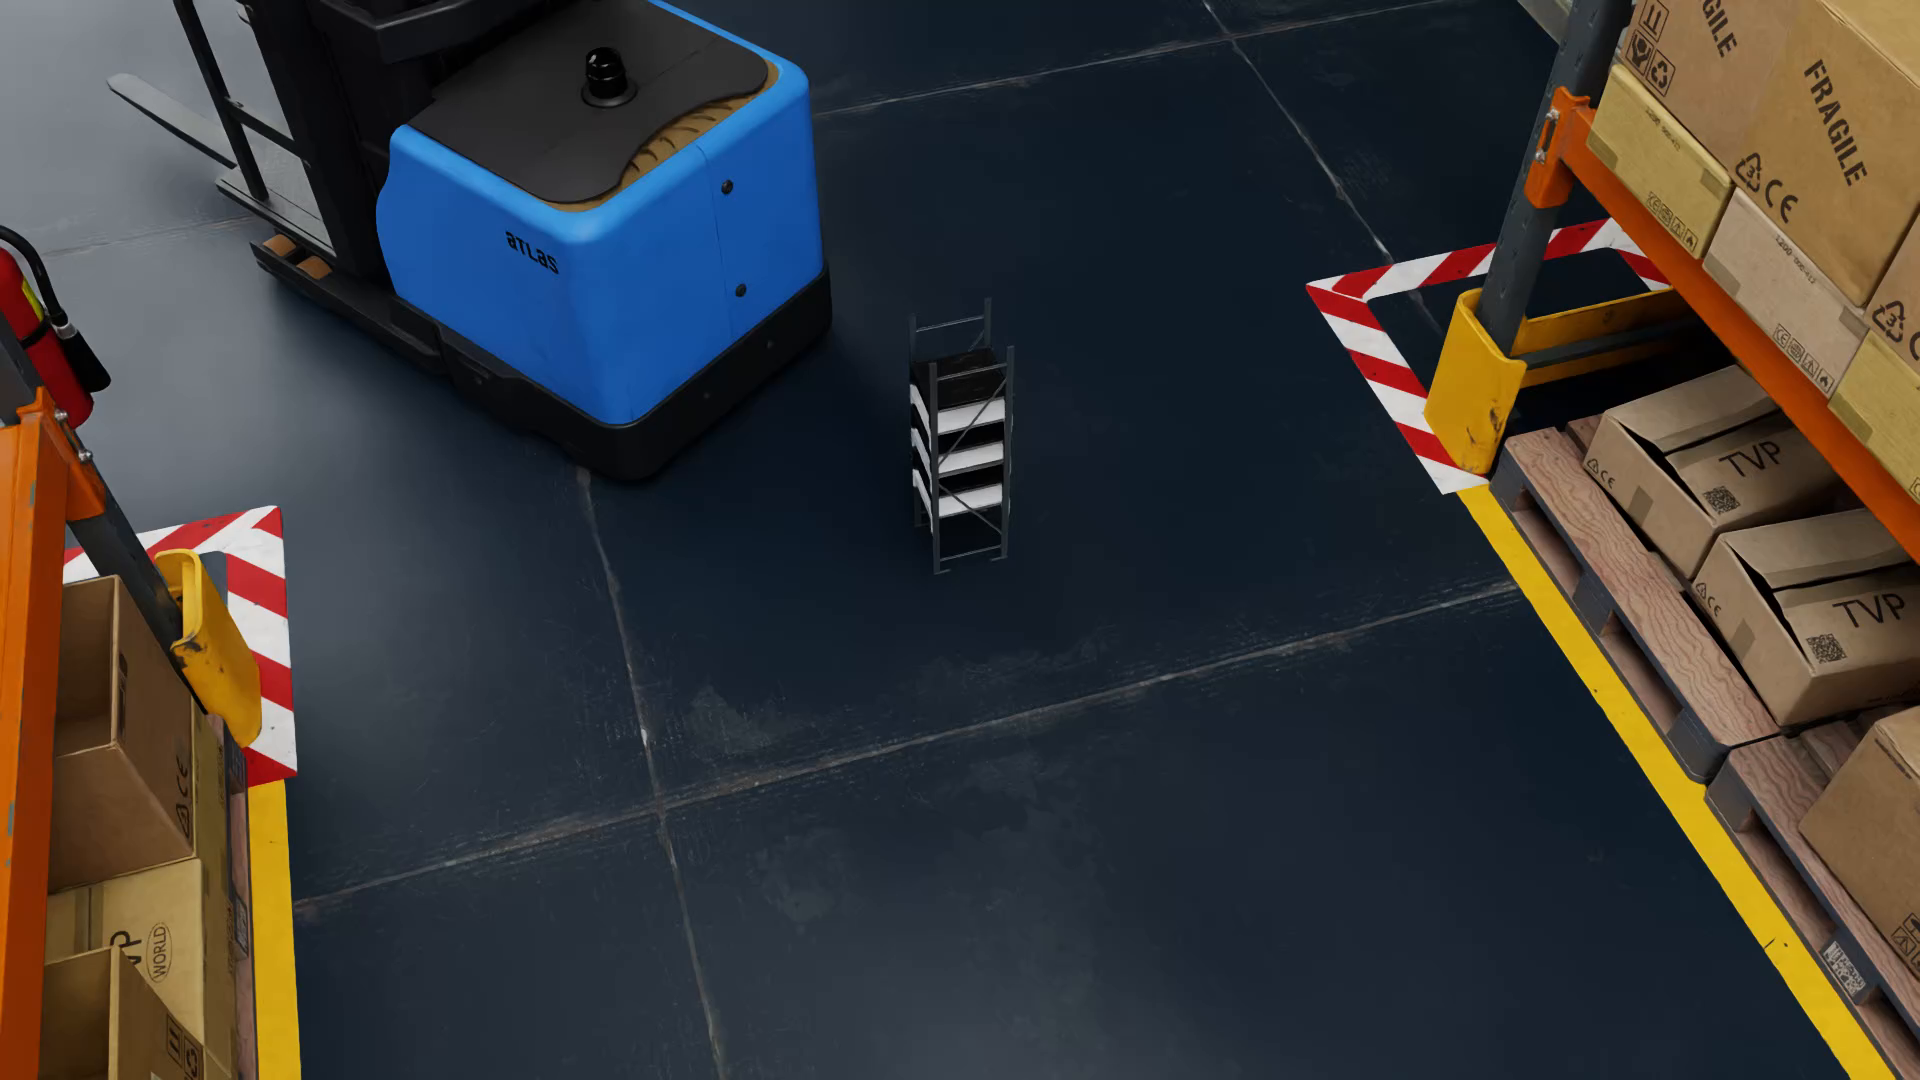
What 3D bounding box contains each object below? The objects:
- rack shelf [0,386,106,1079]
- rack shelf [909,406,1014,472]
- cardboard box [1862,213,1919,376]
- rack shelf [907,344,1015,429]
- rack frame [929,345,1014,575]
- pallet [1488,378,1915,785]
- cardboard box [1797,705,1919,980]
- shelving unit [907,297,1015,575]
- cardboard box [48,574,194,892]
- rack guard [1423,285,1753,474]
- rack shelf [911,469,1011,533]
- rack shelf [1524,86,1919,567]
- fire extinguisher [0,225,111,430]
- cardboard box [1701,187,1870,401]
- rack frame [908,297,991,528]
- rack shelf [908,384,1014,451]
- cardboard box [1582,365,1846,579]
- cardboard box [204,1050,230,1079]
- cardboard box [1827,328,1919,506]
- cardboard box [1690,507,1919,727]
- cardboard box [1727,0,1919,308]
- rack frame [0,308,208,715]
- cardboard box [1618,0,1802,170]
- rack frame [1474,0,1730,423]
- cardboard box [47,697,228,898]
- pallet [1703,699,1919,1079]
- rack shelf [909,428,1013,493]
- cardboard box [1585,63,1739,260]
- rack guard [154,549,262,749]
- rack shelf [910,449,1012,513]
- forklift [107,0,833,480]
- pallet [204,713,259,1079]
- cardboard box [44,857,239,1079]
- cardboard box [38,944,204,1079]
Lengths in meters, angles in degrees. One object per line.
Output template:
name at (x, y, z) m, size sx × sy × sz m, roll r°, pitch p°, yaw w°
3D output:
rack shelf at (-2.007, 1.334, 2.634) m, size 1.077 × 0.370 × 4.000 m, roll -13°, pitch 51°, yaw -11°
rack shelf at (0.002, -0.321, 4.858) m, size 0.258 × 0.077 × 0.200 m, roll -13°, pitch 51°, yaw -11°
cardboard box at (2.270, -0.523, 3.323) m, size 0.500 × 0.500 × 0.500 m, roll -15°, pitch 51°, yaw -12°
rack shelf at (0.002, -0.437, 4.720) m, size 0.258 × 0.077 × 0.200 m, roll -13°, pitch 51°, yaw -11°
rack frame at (0.032, -0.210, 4.838) m, size 0.240 × 0.900 × 0.006 m, roll -13°, pitch 51°, yaw -11°
pallet at (2.362, 0.074, 5.049) m, size 1.003 × 0.211 × 1.213 m, roll -13°, pitch 51°, yaw -11°
cardboard box at (2.589, 0.672, 4.069) m, size 0.700 × 0.500 × 0.500 m, roll -16°, pitch 52°, yaw -13°
shelving unit at (0.002, -0.284, 4.901) m, size 0.258 × 0.900 × 0.210 m, roll -13°, pitch 51°, yaw -11°
cardboard box at (-2.155, 0.475, 3.921) m, size 0.500 × 0.500 × 0.500 m, roll -13°, pitch 51°, yaw -11°
rack guard at (2.155, -0.620, 5.446) m, size 1.175 × 0.500 × 0.348 m, roll -13°, pitch 51°, yaw -11°
rack shelf at (0.002, -0.147, 5.064) m, size 0.258 × 0.077 × 0.200 m, roll -13°, pitch 51°, yaw -11°
rack shelf at (2.724, 0.211, 3.581) m, size 1.077 × 0.370 × 4.000 m, roll -13°, pitch 51°, yaw -11°
fire extinguisher at (-2.189, -0.525, 3.781) m, size 0.296 × 0.674 × 0.183 m, roll -13°, pitch 51°, yaw -11°
cardboard box at (2.141, -0.635, 3.909) m, size 0.500 × 0.250 × 0.500 m, roll -15°, pitch 51°, yaw -12°
rack frame at (-0.028, -0.358, 4.964) m, size 0.240 × 0.900 × 0.006 m, roll -13°, pitch 51°, yaw -11°
rack shelf at (0.002, -0.379, 4.789) m, size 0.258 × 0.077 × 0.200 m, roll -13°, pitch 51°, yaw -11°
cardboard box at (2.251, -0.231, 4.954) m, size 0.500 × 0.311 × 0.500 m, roll -19°, pitch 52°, yaw -15°
cardboard box at (-1.848, 1.444, 3.594) m, size 0.500 × 0.250 × 0.500 m, roll -13°, pitch 51°, yaw -11°
cardboard box at (2.286, -0.262, 3.594) m, size 0.500 × 0.250 × 0.500 m, roll -14°, pitch 51°, yaw -12°
cardboard box at (2.420, 0.185, 4.603) m, size 0.500 × 0.311 × 0.500 m, roll -10°, pitch 51°, yaw -8°
cardboard box at (2.124, -0.901, 3.643) m, size 0.500 × 0.500 × 0.500 m, roll -13°, pitch 51°, yaw -11°
rack frame at (-2.598, -0.359, 3.590) m, size 1.000 × 3.000 × 0.127 m, roll -13°, pitch 51°, yaw -11°
cardboard box at (1.987, -1.265, 3.949) m, size 0.500 × 0.500 × 0.500 m, roll -13°, pitch 51°, yaw -11°
rack frame at (2.133, -1.481, 4.537) m, size 1.000 × 3.000 × 0.127 m, roll -13°, pitch 51°, yaw -11°
cardboard box at (-2.157, 0.717, 4.207) m, size 0.500 × 0.250 × 0.500 m, roll -13°, pitch 51°, yaw -11°
pallet at (2.719, 0.964, 4.300) m, size 1.003 × 0.211 × 1.213 m, roll -13°, pitch 51°, yaw -11°
rack shelf at (0.002, -0.263, 4.926) m, size 0.258 × 0.077 × 0.200 m, roll -13°, pitch 51°, yaw -11°
cardboard box at (1.974, -1.011, 4.226) m, size 0.500 × 0.250 × 0.500 m, roll -15°, pitch 51°, yaw -12°
rack guard at (-2.605, 0.429, 4.561) m, size 1.175 × 0.500 × 0.348 m, roll -13°, pitch 51°, yaw -11°
rack shelf at (0.002, -0.205, 4.995) m, size 0.258 × 0.077 × 0.200 m, roll -13°, pitch 51°, yaw -11°
forklift at (-1.920, -2.082, 5.088) m, size 3.031 × 2.935 × 1.130 m, roll 31°, pitch 56°, yaw 23°
pallet at (-2.332, 1.089, 4.194) m, size 1.003 × 0.211 × 1.213 m, roll -13°, pitch 51°, yaw -11°
cardboard box at (-1.998, 1.080, 3.902) m, size 0.500 × 0.250 × 0.500 m, roll -13°, pitch 51°, yaw -11°
cardboard box at (-1.846, 1.202, 3.308) m, size 0.500 × 0.500 × 0.500 m, roll -13°, pitch 51°, yaw -11°
